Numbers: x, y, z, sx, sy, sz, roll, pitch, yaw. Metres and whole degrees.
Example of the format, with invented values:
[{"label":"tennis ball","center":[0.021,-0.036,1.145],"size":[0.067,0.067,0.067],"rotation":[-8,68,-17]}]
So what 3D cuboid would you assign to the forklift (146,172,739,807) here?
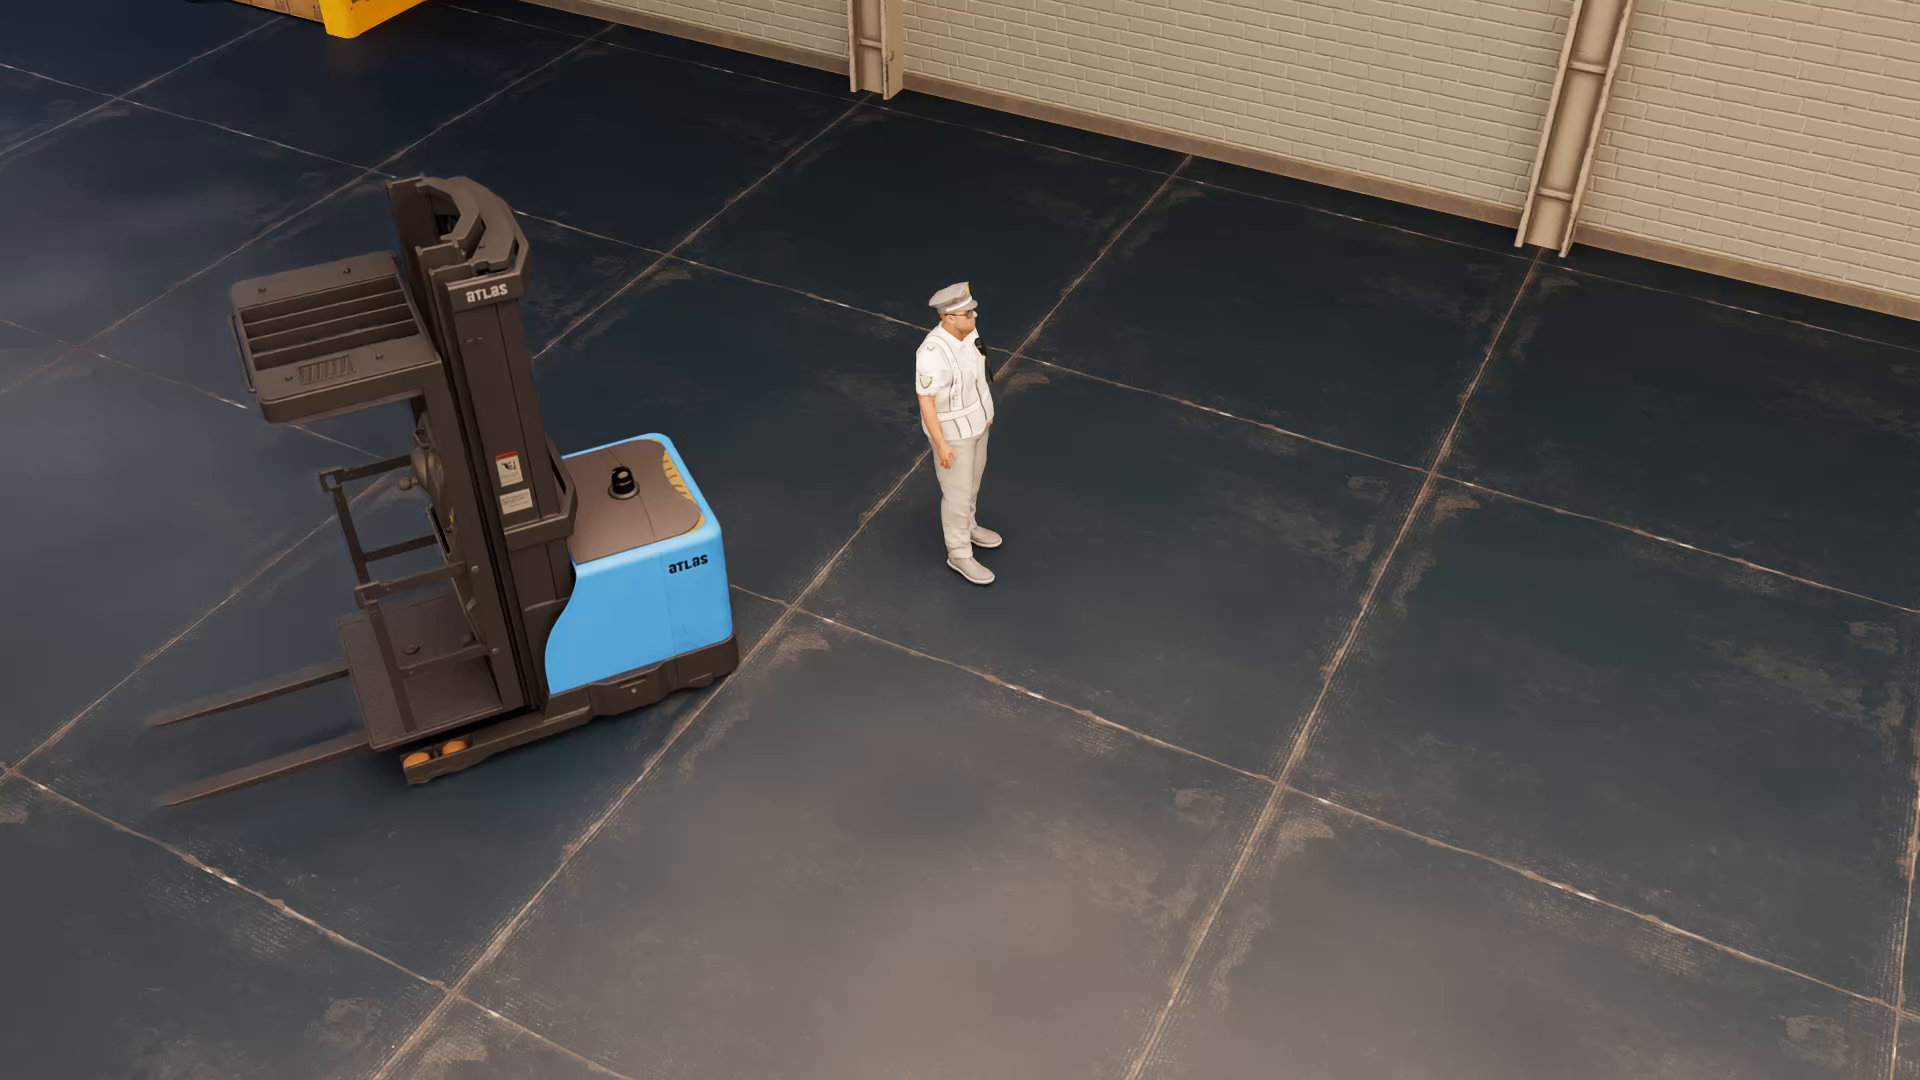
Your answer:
[{"label":"forklift","center":[-2.797,-0.232,8.262],"size":[3.031,2.935,1.130],"rotation":[-17,43,-19]}]

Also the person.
[{"label":"person","center":[0.064,-0.656,9.649],"size":[0.574,1.777,0.641],"rotation":[18,43,21]}]
